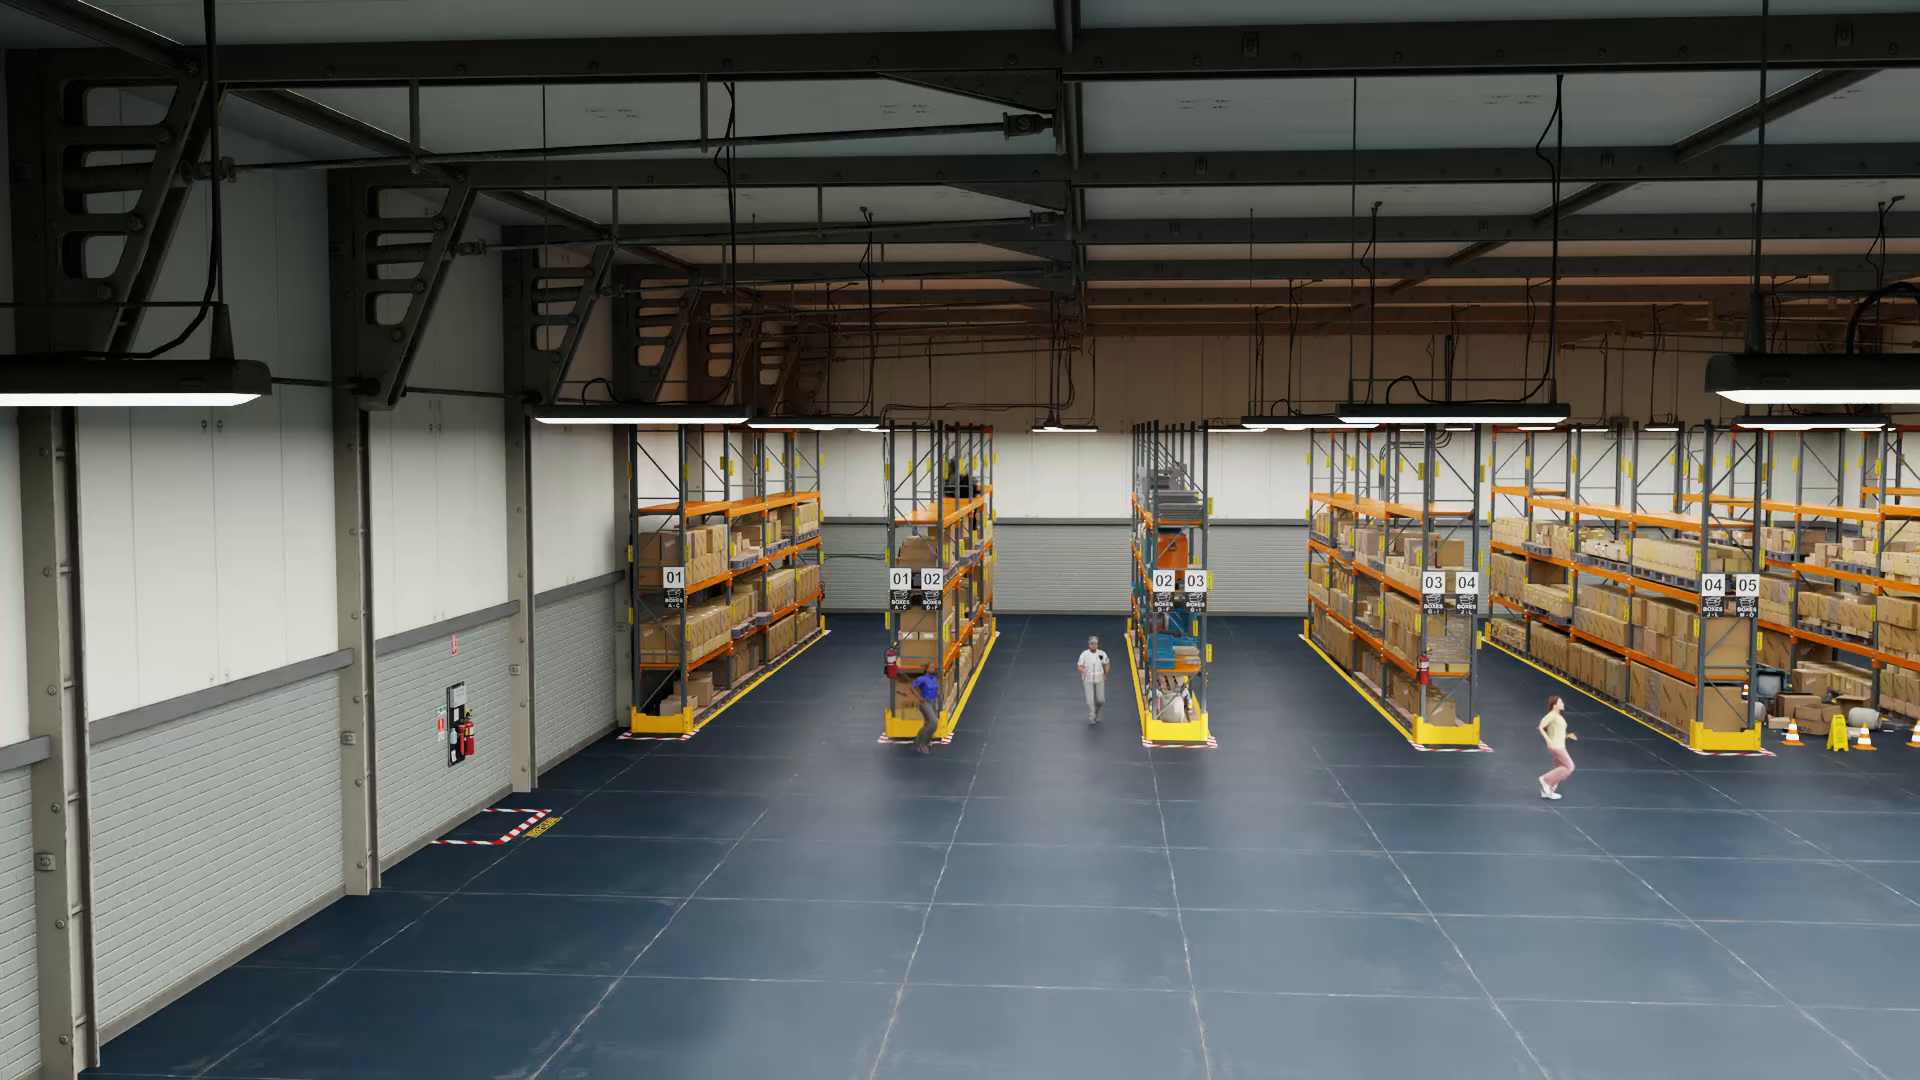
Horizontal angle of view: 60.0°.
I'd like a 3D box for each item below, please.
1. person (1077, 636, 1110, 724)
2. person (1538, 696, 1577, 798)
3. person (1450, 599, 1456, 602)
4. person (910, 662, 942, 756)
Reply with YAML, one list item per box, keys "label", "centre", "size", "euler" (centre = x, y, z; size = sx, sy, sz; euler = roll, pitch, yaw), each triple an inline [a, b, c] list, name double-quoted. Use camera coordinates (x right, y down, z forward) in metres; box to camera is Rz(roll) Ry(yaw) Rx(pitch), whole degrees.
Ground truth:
- label: "person"
  centre: [2.647, 2.769, 32.824]
  size: [0.653, 1.736, 0.583]
  euler: [0, 4, 1]
- label: "person"
  centre: [9.391, 3.253, 26.087]
  size: [0.534, 1.626, 0.571]
  euler: [2, 4, 29]
- label: "person"
  centre: [13.374, 2.057, 45.433]
  size: [0.601, 1.633, 0.677]
  euler: [2, 4, 24]
- label: "person"
  centre: [-0.570, 3.025, 29.873]
  size: [0.607, 1.679, 0.610]
  euler: [2, 4, 34]
